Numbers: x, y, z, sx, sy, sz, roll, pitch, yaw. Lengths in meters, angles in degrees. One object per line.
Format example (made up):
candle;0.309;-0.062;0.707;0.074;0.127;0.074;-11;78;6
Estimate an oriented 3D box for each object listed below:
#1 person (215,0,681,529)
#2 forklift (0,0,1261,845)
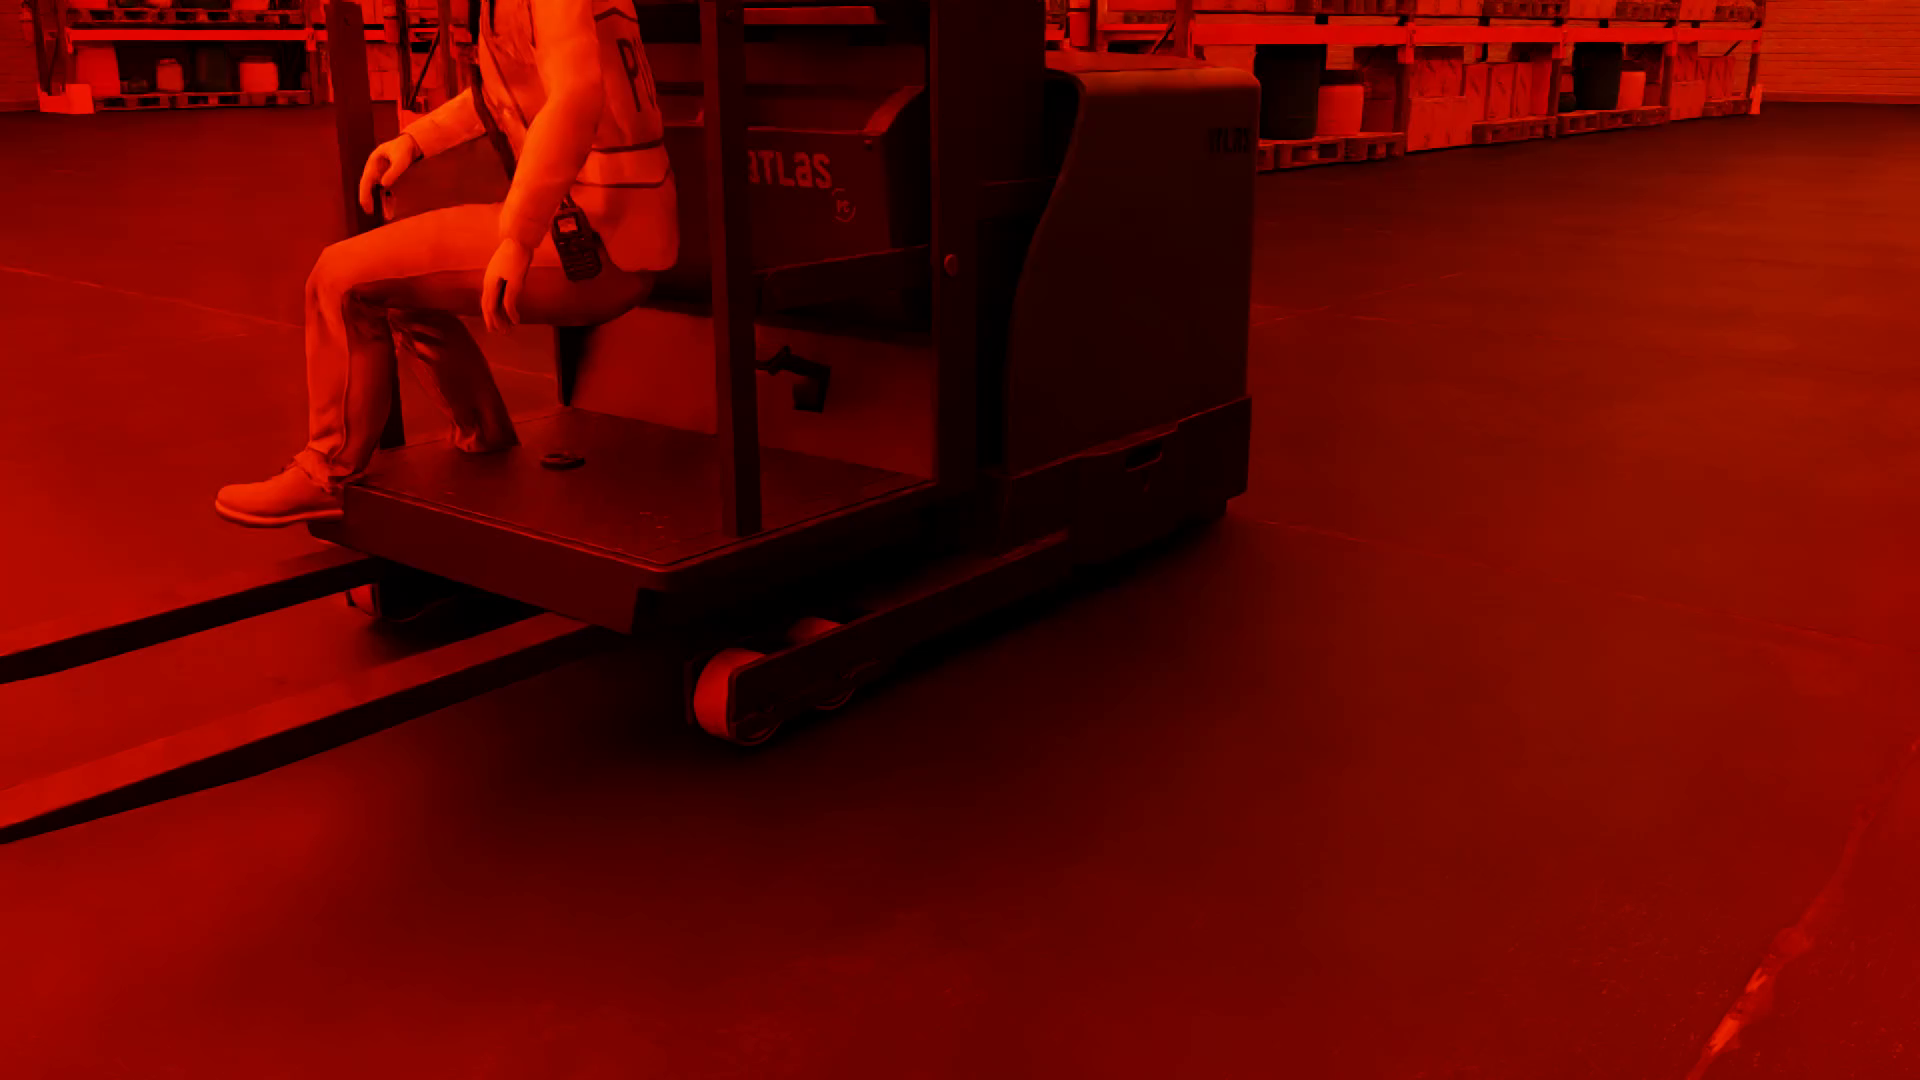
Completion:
person;-0.939;-0.575;2.926;0.883;1.405;0.708;-2;17;-6
forklift;-0.587;-1.216;2.903;1.130;2.935;3.031;13;21;36
